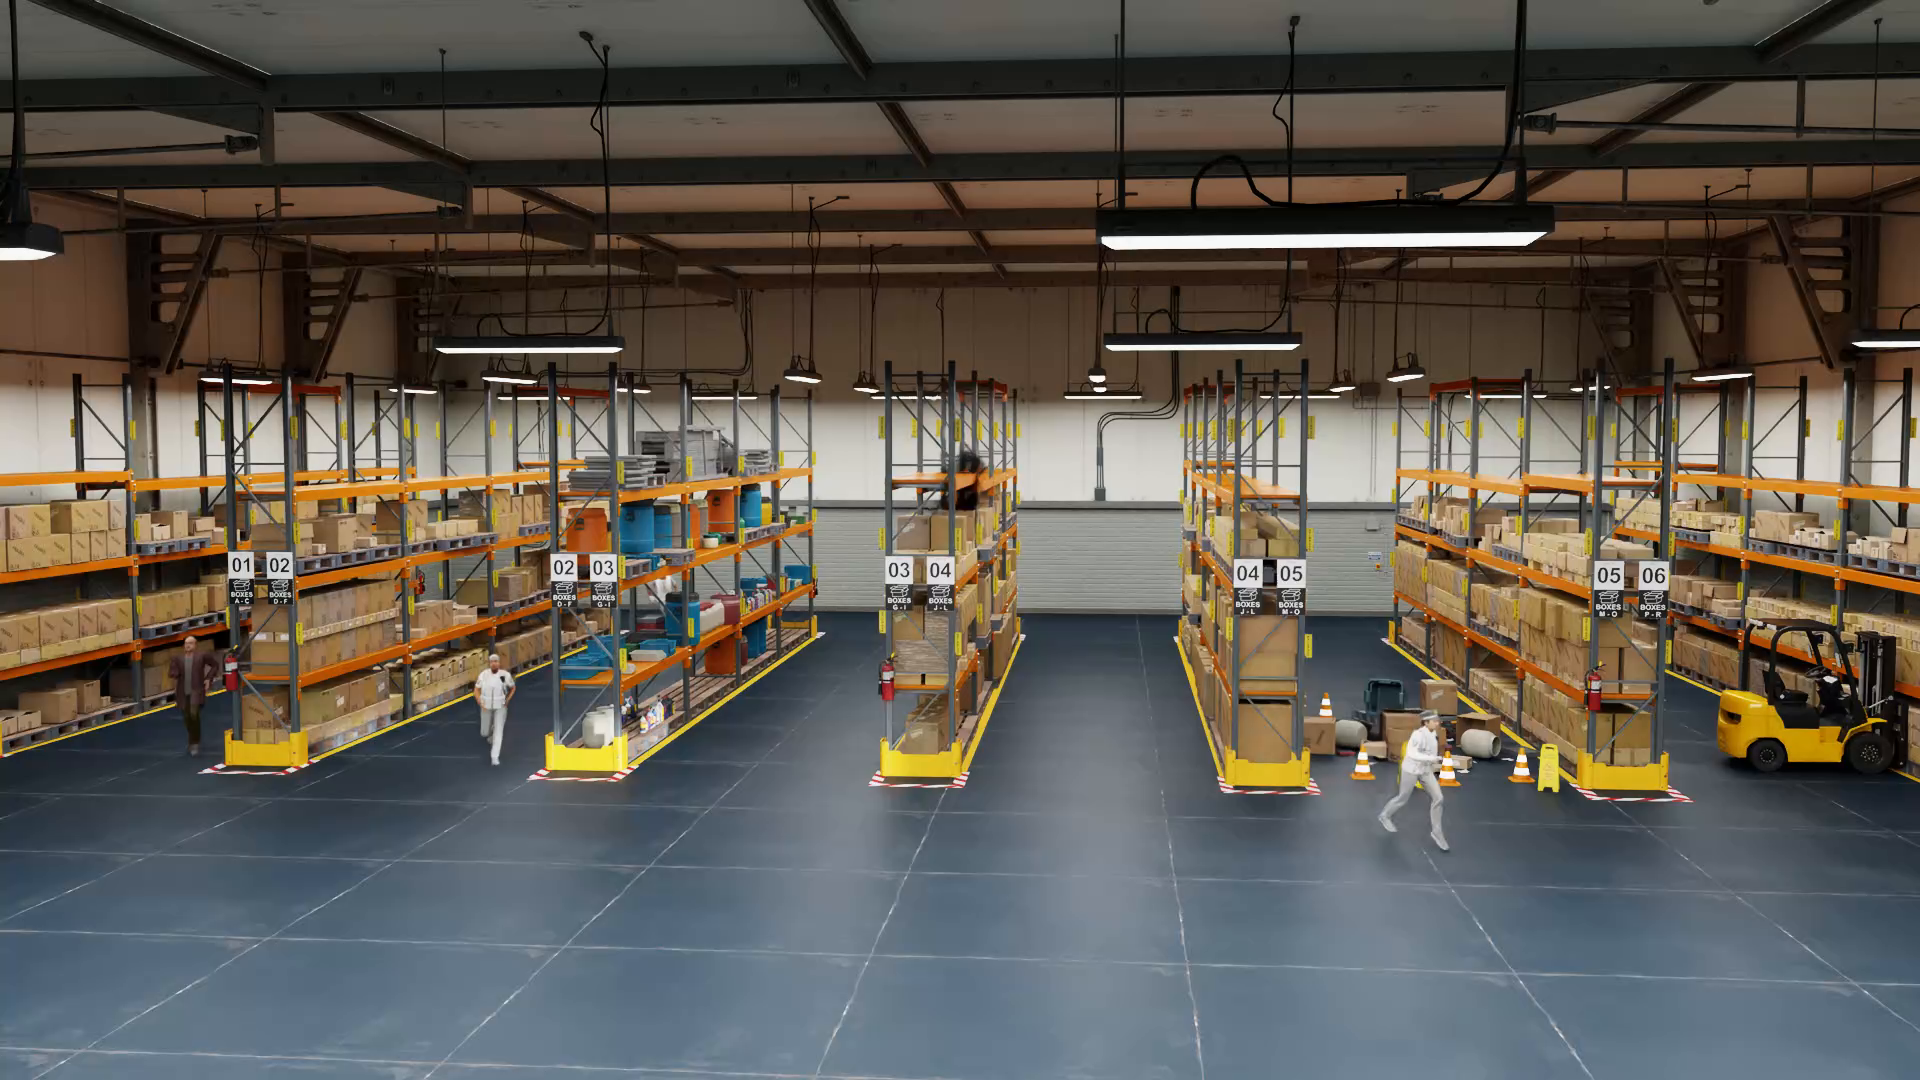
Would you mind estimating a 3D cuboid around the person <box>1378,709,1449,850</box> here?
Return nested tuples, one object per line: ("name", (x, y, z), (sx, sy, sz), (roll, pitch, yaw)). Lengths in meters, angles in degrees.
("person", (5.511, 2.851, 20.203), (0.612, 1.695, 0.992), (-3, 5, -36))

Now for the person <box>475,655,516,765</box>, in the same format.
("person", (-7.073, 2.553, 25.301), (0.600, 1.642, 0.810), (0, 4, -5))

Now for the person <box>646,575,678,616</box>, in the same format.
("person", (-7.206, 1.475, 40.473), (0.746, 1.762, 0.636), (-2, 4, -32))

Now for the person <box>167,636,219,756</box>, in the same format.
("person", (-11.952, 2.419, 25.854), (0.685, 1.844, 0.767), (0, 4, -5))
